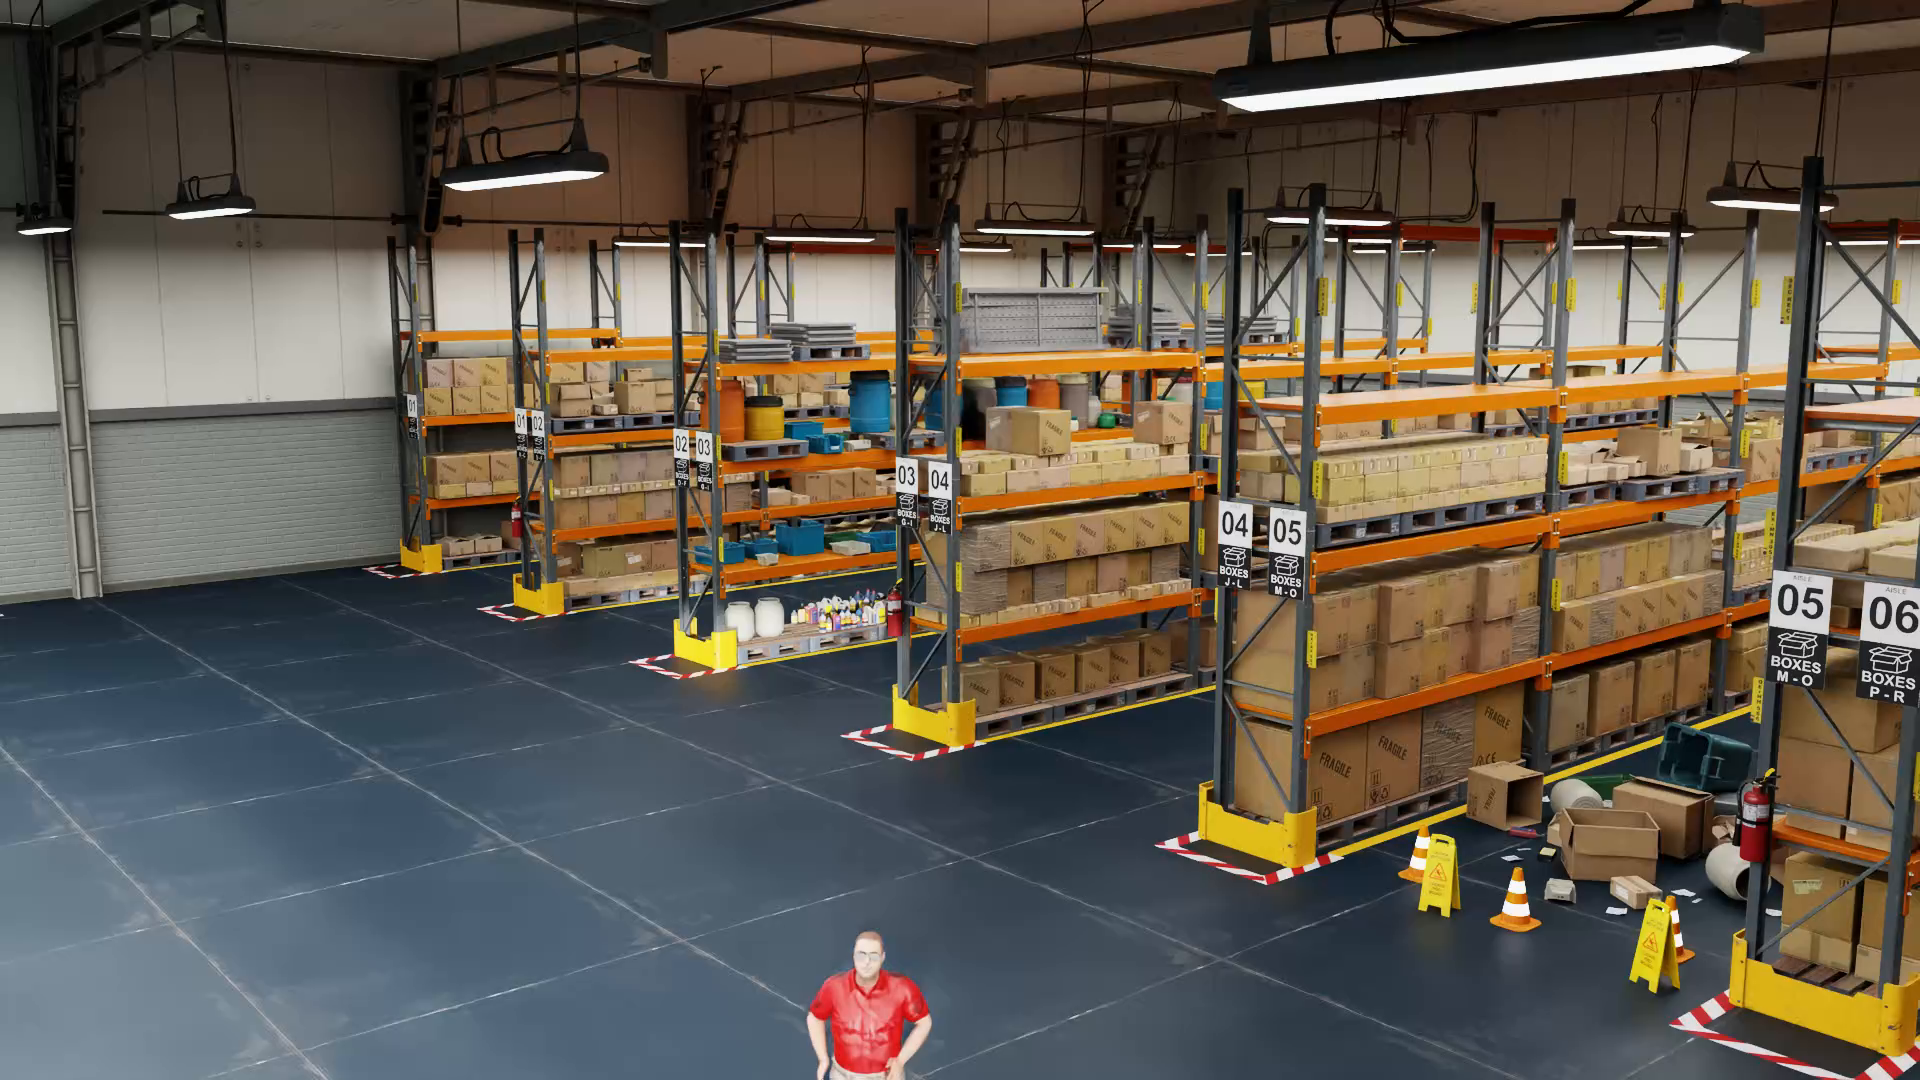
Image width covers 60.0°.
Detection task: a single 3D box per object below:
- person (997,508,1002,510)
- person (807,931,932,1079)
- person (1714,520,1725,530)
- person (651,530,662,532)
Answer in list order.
[{"bbox_3d":[0.522,-0.399,28.777,0.666,1.758,0.843,8,12,43],"label":"person"},{"bbox_3d":[-0.498,2.951,9.101,0.690,1.693,0.703,0,9,1],"label":"person"},{"bbox_3d":[11.272,0.560,24.672,0.841,1.741,0.581,-6,11,-34],"label":"person"},{"bbox_3d":[-5.368,-0.232,29.681,0.923,1.712,0.613,-8,12,-42],"label":"person"}]
